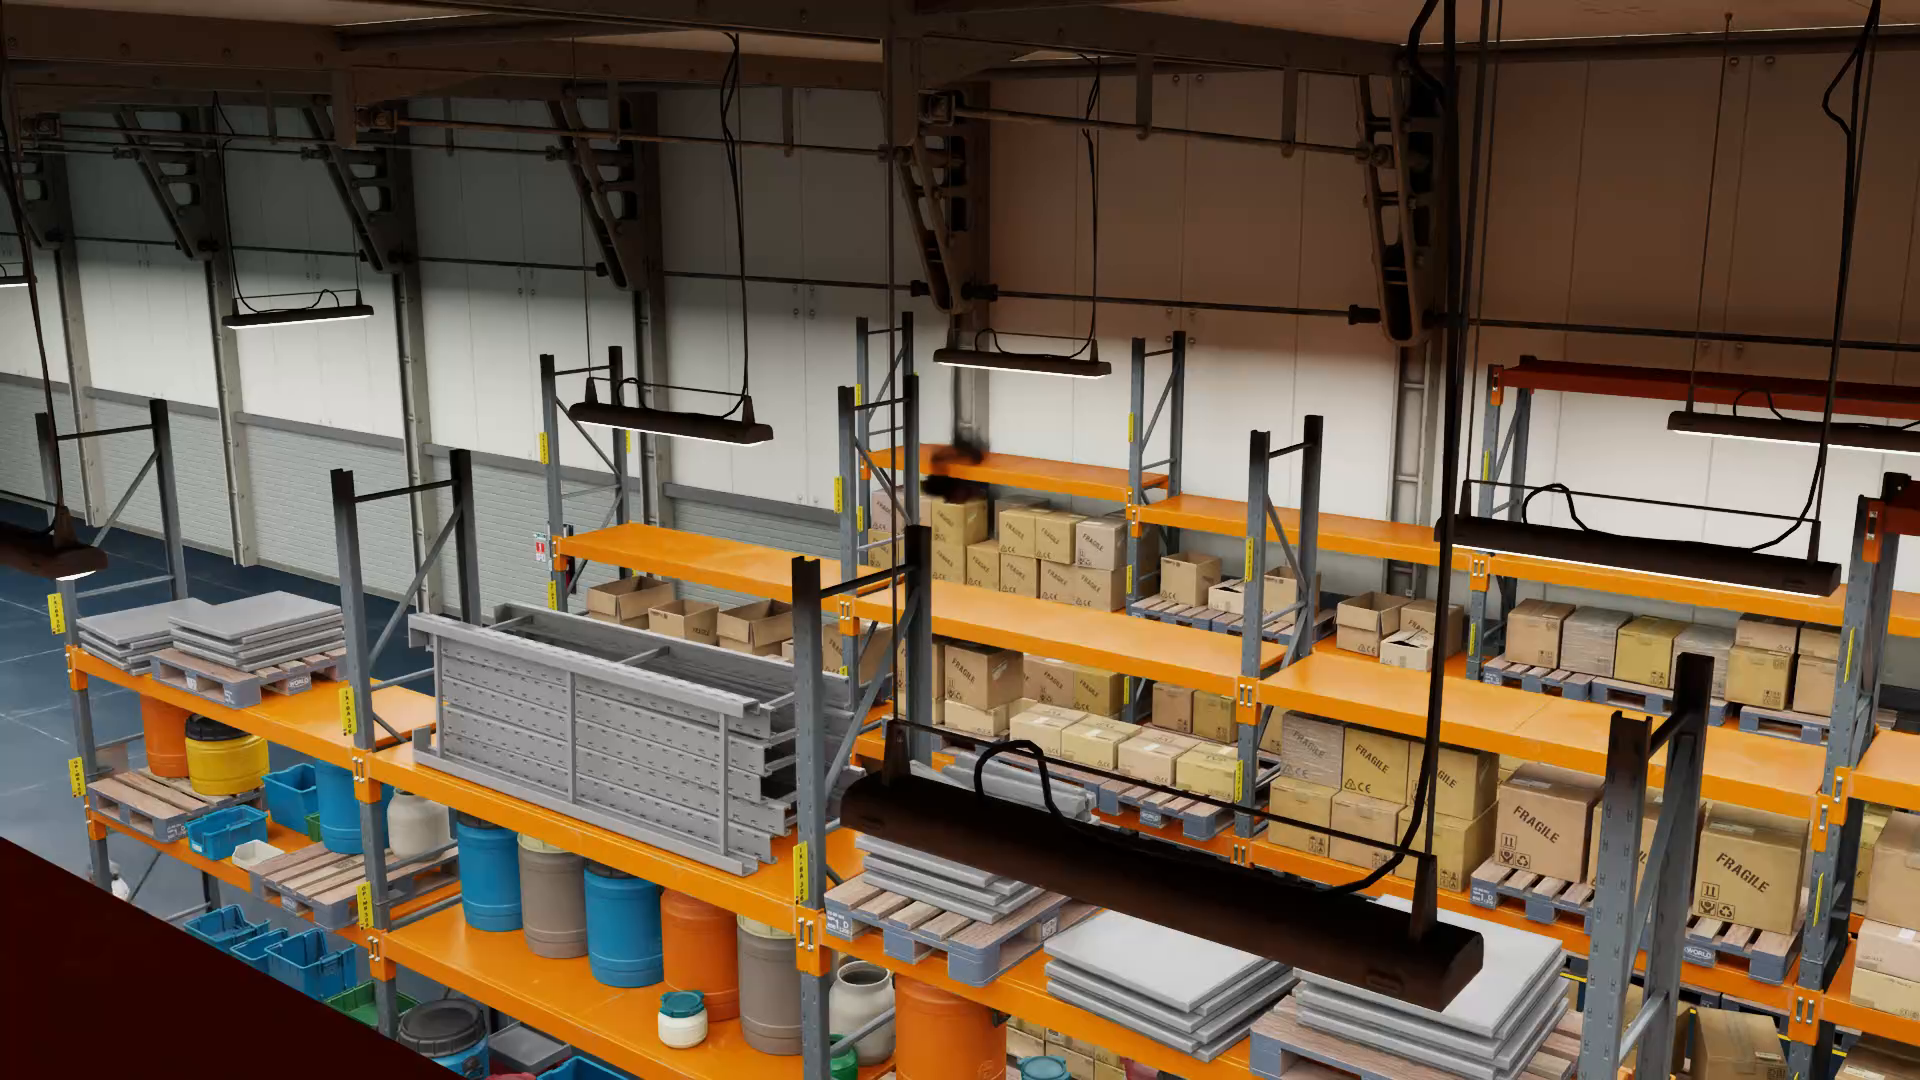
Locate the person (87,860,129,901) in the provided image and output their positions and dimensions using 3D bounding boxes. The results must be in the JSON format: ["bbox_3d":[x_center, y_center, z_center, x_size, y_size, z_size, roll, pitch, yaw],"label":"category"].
[{"bbox_3d":[-7.858,3.720,15.645,0.852,1.651,0.631,-2,13,-10],"label":"person"}]
